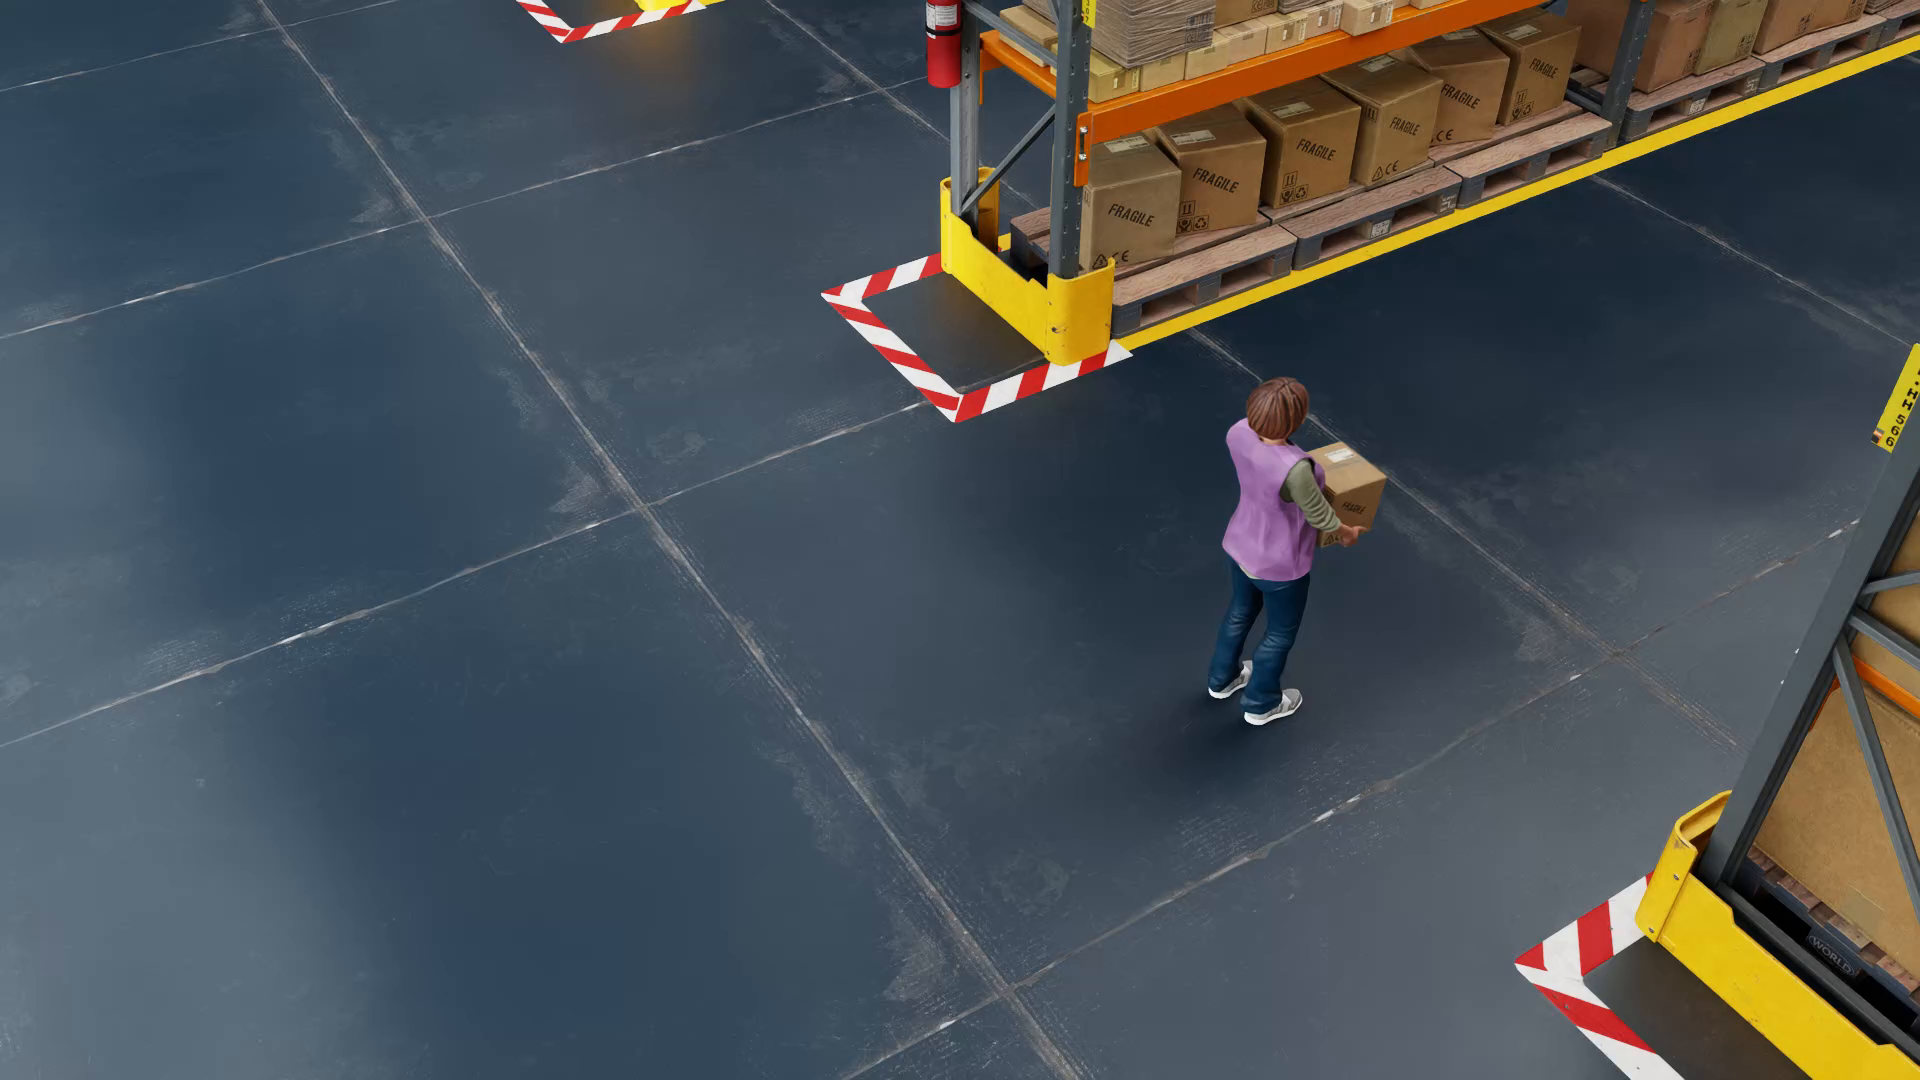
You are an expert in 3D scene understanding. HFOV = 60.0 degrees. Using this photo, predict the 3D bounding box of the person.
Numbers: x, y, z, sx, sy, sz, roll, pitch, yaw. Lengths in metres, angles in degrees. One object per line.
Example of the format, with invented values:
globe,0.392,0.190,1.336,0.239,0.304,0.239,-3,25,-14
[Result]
person,1.204,0.023,6.144,0.500,1.590,0.405,-22,46,-23
